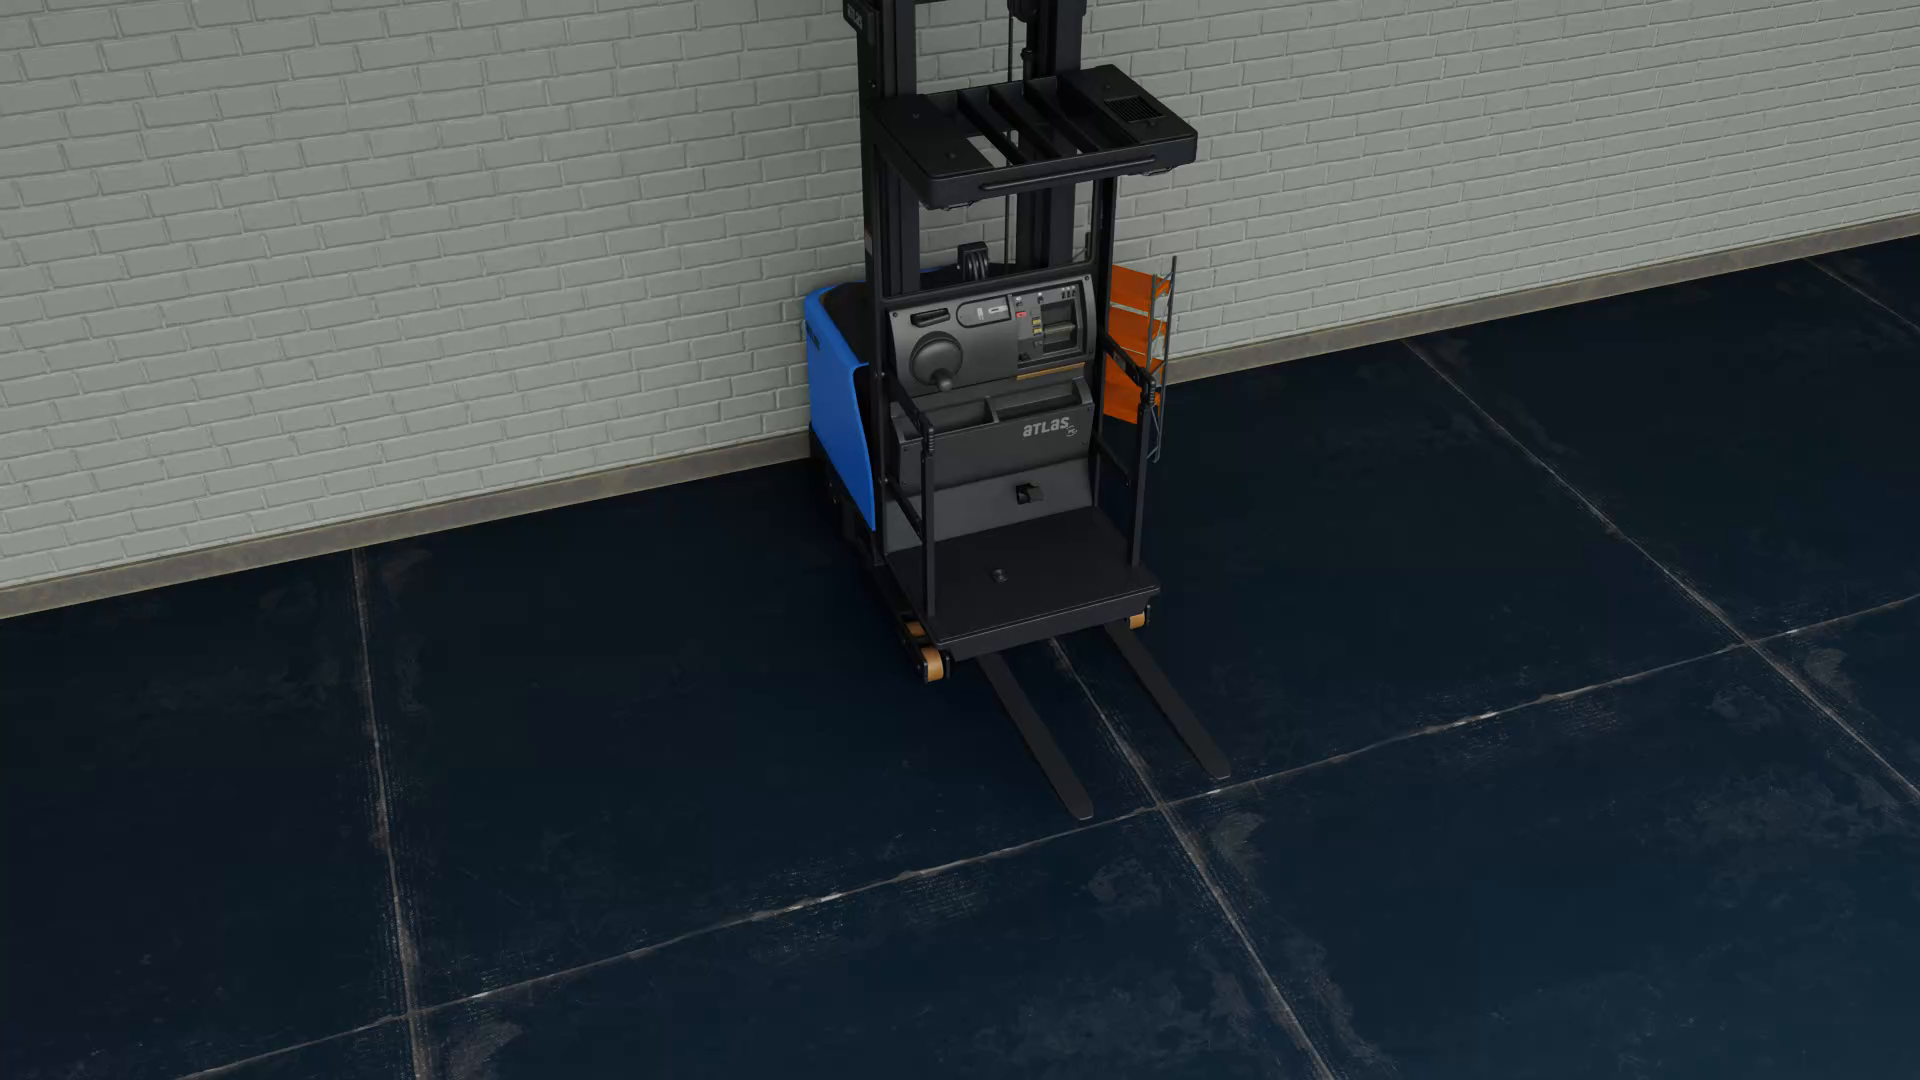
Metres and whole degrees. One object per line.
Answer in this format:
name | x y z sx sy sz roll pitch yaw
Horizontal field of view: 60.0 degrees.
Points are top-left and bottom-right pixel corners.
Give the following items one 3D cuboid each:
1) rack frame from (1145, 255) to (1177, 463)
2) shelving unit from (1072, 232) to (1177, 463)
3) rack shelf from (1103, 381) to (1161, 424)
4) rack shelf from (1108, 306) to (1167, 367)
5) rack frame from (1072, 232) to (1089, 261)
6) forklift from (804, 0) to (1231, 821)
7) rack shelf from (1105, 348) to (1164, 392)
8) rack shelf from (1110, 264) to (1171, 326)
rack frame | 0.997 -0.858 8.452 0.015 1.200 0.240 20 42 25
shelving unit | 0.790 -0.935 8.555 0.503 1.200 0.258 20 42 25
rack shelf | 0.790 -0.723 8.715 0.480 0.148 0.258 20 42 25
rack shelf | 0.790 -1.060 8.461 0.480 0.148 0.258 20 42 25
rack frame | 0.582 -1.013 8.658 0.015 1.200 0.240 20 42 25
forklift | 0.228 -0.821 6.964 1.130 2.935 3.031 -13 39 -17
rack shelf | 0.790 -0.882 8.595 0.480 0.148 0.258 20 42 25
rack shelf | 0.790 -1.249 8.319 0.480 0.148 0.258 20 42 25
